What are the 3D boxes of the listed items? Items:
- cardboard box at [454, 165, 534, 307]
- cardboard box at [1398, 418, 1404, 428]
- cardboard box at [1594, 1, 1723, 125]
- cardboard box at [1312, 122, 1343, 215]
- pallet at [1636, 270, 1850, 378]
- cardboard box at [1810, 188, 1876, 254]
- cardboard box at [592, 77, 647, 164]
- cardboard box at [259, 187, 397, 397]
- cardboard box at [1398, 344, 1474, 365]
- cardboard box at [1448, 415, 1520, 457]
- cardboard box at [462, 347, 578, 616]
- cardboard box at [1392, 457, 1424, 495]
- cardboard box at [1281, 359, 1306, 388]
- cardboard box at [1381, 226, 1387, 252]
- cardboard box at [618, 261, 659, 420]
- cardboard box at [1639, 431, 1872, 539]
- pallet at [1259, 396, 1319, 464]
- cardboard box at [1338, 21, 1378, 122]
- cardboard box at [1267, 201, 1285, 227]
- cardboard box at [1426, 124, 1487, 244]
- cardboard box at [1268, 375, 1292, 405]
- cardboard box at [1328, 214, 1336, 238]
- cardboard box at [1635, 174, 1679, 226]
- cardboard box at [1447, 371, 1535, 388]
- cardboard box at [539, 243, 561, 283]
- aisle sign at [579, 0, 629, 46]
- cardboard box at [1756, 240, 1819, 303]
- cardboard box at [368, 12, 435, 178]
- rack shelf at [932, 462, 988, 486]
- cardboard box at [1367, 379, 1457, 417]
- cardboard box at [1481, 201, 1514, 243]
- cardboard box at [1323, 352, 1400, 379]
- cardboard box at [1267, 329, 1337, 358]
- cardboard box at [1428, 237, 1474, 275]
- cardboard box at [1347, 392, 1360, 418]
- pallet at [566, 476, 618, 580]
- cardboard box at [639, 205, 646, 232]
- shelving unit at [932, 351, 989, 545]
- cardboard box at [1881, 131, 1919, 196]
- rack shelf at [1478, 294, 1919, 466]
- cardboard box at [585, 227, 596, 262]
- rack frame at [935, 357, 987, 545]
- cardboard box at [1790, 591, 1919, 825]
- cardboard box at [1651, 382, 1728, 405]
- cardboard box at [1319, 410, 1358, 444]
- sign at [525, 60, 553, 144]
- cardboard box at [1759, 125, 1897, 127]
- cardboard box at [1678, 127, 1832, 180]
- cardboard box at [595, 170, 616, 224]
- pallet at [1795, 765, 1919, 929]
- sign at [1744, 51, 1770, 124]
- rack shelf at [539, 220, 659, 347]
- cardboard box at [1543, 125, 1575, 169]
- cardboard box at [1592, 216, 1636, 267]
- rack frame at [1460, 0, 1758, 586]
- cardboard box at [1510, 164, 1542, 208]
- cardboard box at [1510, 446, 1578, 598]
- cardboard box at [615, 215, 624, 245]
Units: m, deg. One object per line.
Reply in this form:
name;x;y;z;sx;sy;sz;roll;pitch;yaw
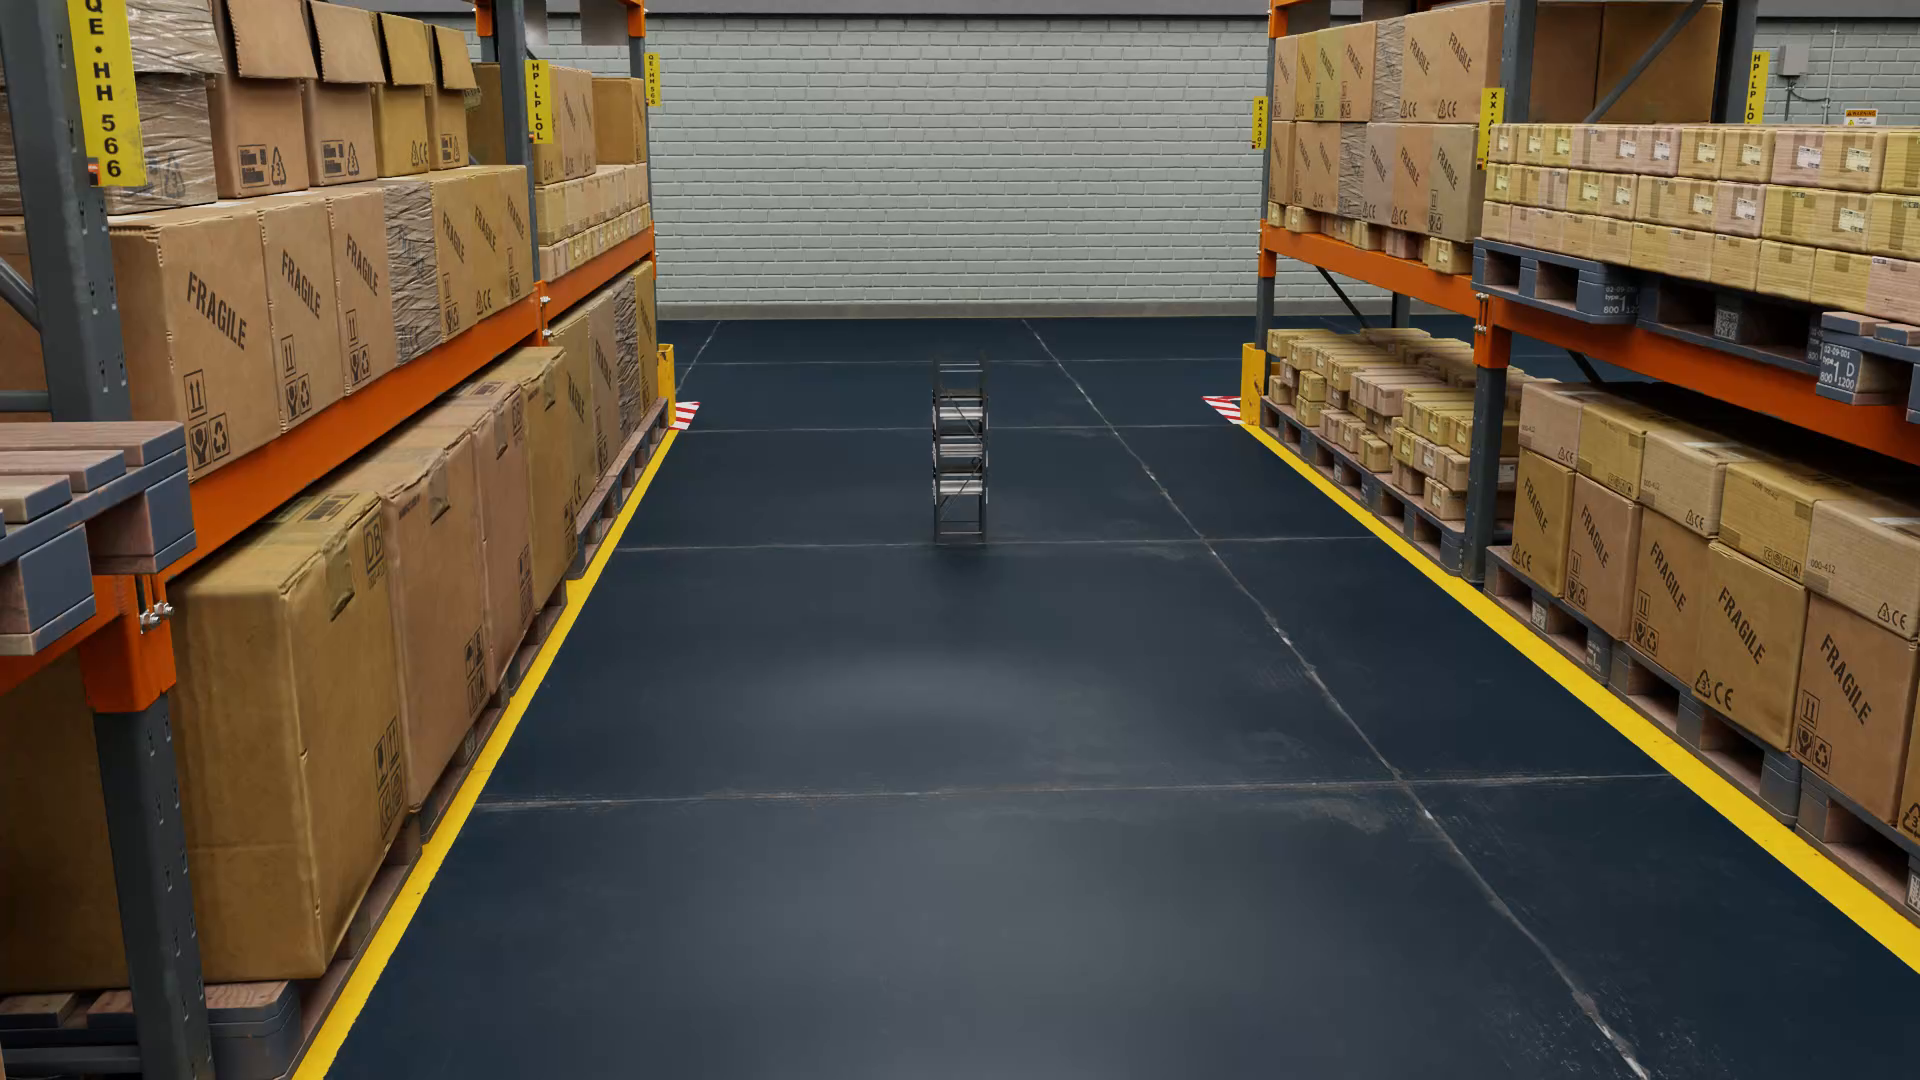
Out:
cardboard box;-1.934;-1.162;6.324;0.500;0.500;0.500;-1;14;-3
cardboard box;2.404;-0.515;8.290;0.380;0.149;0.250;-1;14;-3
cardboard box;2.937;-2.070;7.248;0.500;0.500;0.500;-1;14;-2
cardboard box;2.302;-2.094;9.348;0.500;0.500;0.500;-1;14;-3
pallet;2.806;-0.681;5.040;1.003;0.211;1.213;-1;14;-3
cardboard box;2.432;-0.818;4.251;0.380;0.149;0.250;-1;14;-3
cardboard box;-2.191;-2.538;10.071;0.500;0.500;0.500;-1;14;-3
cardboard box;-1.816;-0.660;4.372;0.500;0.500;0.500;-1;14;-4
cardboard box;2.813;-1.064;9.827;0.380;0.149;0.250;-1;15;-6
cardboard box;2.439;-0.473;7.529;0.380;0.149;0.250;0;14;-2
cardboard box;-2.176;-0.242;6.367;1.225;0.875;0.875;-1;14;-3
cardboard box;2.344;-0.323;8.141;0.380;0.149;0.250;-1;14;-5
cardboard box;2.210;-1.036;10.314;0.380;0.149;0.250;-1;14;-4
cardboard box;2.388;-1.549;8.530;0.380;0.149;0.250;-1;14;-4
cardboard box;-2.364;-1.237;10.237;0.875;0.875;0.875;-1;14;-3
cardboard box;2.566;-0.186;5.399;0.500;0.250;0.500;0;14;-1
pallet;2.493;-0.700;10.325;1.003;0.211;1.213;-1;14;-3
cardboard box;2.319;-2.451;8.730;0.500;0.500;0.500;-1;14;-5
cardboard box;2.166;-2.065;10.537;0.380;0.149;0.250;-1;14;-4
cardboard box;2.409;-1.586;7.373;0.500;0.500;0.500;-1;14;-3
cardboard box;2.186;-0.960;10.615;0.380;0.149;0.250;-1;14;-2
cardboard box;2.332;-1.804;9.524;0.380;0.149;0.250;-1;14;-4
cardboard box;2.373;-1.072;5.237;0.380;0.149;0.250;-1;14;-4
cardboard box;2.812;-0.804;8.817;0.380;0.149;0.250;-1;15;-6
cardboard box;-1.922;-1.183;7.109;0.380;0.149;0.250;-1;14;-3
aisle sign;-2.188;-3.502;10.402;0.394;0.787;0.004;-1;14;-3
cardboard box;2.420;-0.735;4.523;0.380;0.149;0.250;-2;15;-6
cardboard box;-2.157;-1.431;5.353;0.797;0.503;0.637;-1;14;-3
rack shelf;0.000;-0.318;7.953;0.258;0.077;0.200;-1;14;-3
cardboard box;2.314;-0.729;8.525;0.380;0.149;0.250;-2;15;-6
cardboard box;2.287;-1.254;6.542;0.380;0.149;0.250;-2;15;-6
cardboard box;2.298;-0.987;9.526;0.380;0.149;0.250;0;14;-1
cardboard box;2.167;-1.248;10.540;0.380;0.149;0.250;-2;15;-6
cardboard box;2.345;-1.286;7.507;0.380;0.149;0.250;-1;14;-5
cardboard box;2.391;-0.780;9.318;0.380;0.149;0.250;0;14;-1
pallet;-2.204;-0.066;7.859;1.003;0.211;1.213;-1;14;-3
cardboard box;-2.115;-1.951;10.094;0.380;0.149;0.250;-1;14;-3
shelving unit;0.000;-0.438;7.922;0.258;0.900;0.210;-1;14;-3
cardboard box;2.452;-0.895;3.952;0.380;0.149;0.250;0;14;-2
rack shelf;2.845;-0.432;5.128;1.077;0.370;4.000;-1;14;-3
cardboard box;-1.989;-1.443;8.119;0.380;0.149;0.250;-1;14;-4
rack frame;0.006;-0.413;7.824;0.240;0.900;0.006;-1;14;-3
cardboard box;2.639;0.436;4.487;0.500;0.500;0.500;0;14;-1
cardboard box;3.020;-0.452;6.433;0.500;0.250;0.500;-1;14;-5
cardboard box;2.253;-0.644;9.387;0.380;0.149;0.250;-2;15;-6
sign;-1.694;-1.759;6.679;0.100;0.325;0.005;-1;14;-3
cardboard box;2.989;-1.354;5.737;0.380;0.149;0.250;-1;14;-4
cardboard box;2.388;-1.154;4.958;0.380;0.149;0.250;0;14;-2
cardboard box;-2.089;-1.794;8.682;0.500;0.250;0.500;-1;14;-3
pallet;2.922;0.873;4.208;1.003;0.211;1.213;-1;14;-3
sign;3.275;-1.848;6.864;0.100;0.325;0.005;-1;14;-3
rack shelf;-2.359;-1.375;8.795;1.077;0.370;4.000;-1;14;-3
cardboard box;2.323;-1.409;5.951;0.380;0.149;0.250;-1;14;-3
cardboard box;2.352;-0.997;5.544;0.380;0.149;0.250;-2;15;-6
rack frame;2.721;-1.277;6.972;1.000;3.000;0.127;-1;14;-3
cardboard box;2.305;-1.334;6.255;0.380;0.149;0.250;-1;14;-5
cardboard box;2.502;-0.082;6.501;0.500;0.500;0.500;0;14;-1
cardboard box;-2.051;-1.697;9.107;0.380;0.149;0.250;-1;14;-3
